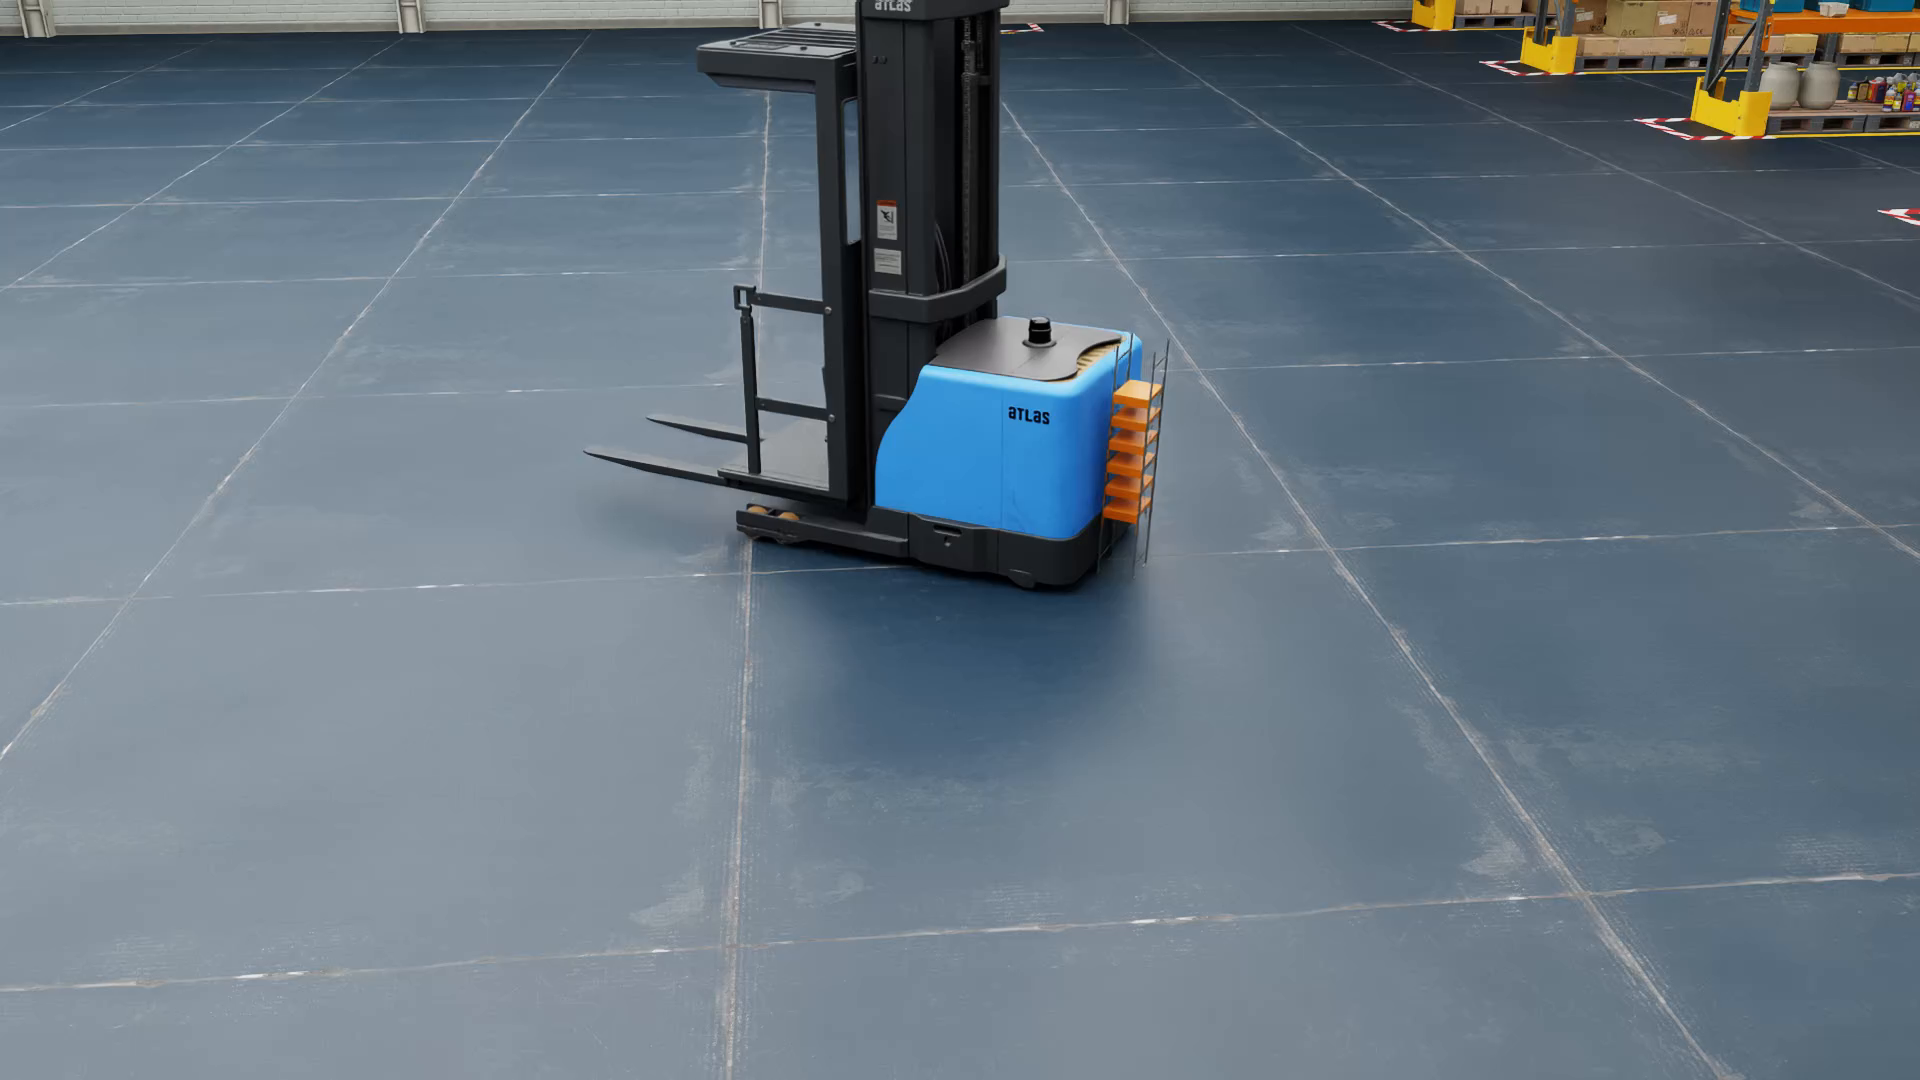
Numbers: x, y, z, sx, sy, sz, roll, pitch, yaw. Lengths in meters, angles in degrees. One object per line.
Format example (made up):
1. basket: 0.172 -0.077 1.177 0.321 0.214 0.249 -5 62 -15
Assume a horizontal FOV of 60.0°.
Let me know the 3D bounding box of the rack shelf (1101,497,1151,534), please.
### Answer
1. rack shelf: 0.832 -0.141 8.279 0.180 0.103 0.258 13 27 20

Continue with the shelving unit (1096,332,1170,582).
1. shelving unit: 0.845 -0.398 8.159 0.189 1.200 0.258 13 27 20

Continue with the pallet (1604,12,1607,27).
1. pallet: 11.406 -9.117 29.002 1.213 0.211 1.003 -2 24 -5

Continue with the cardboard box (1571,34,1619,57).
1. cardboard box: 9.136 -7.137 23.983 0.500 0.250 0.500 -2 24 -5

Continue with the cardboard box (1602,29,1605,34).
1. cardboard box: 9.581 -7.372 24.510 0.500 0.250 0.500 -2 24 -5

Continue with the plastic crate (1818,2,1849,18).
1. plastic crate: 9.986 -6.053 19.001 0.250 0.136 0.298 -2 24 -5

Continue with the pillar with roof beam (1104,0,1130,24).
1. pillar with roof beam: 3.154 -11.412 23.346 0.400 9.000 9.100 -2 24 -5

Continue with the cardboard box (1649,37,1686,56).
1. cardboard box: 10.131 -7.179 24.076 0.500 0.250 0.500 -2 24 -5

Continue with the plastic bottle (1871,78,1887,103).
1. plastic bottle: 11.113 -5.434 20.086 0.133 0.283 0.061 -2 24 -5

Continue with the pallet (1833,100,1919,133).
1. pallet: 11.155 -5.094 19.950 1.213 0.211 1.003 -2 24 -5

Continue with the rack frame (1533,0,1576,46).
1. rack frame: 8.580 -8.270 23.664 0.127 3.000 1.000 -2 24 -5

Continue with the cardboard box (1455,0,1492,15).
1. cardboard box: 8.787 -9.236 28.605 0.500 0.311 0.500 -5 24 -11

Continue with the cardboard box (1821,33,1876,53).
1. cardboard box: 12.987 -7.281 24.307 0.500 0.250 0.500 -3 24 -6

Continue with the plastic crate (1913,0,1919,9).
1. plastic crate: 11.666 -6.391 19.696 0.662 0.188 0.450 -2 24 -5

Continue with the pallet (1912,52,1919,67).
1. pallet: 14.507 -7.251 24.804 1.213 0.211 1.003 -2 24 -5

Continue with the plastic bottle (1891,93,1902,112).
1. plastic bottle: 11.002 -5.141 19.527 0.097 0.201 0.097 0 24 0

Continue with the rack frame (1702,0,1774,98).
1. rack frame: 9.064 -6.268 19.159 0.127 3.000 1.000 -2 24 -5

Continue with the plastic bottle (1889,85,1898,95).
1. plastic bottle: 11.271 -5.396 20.100 0.097 0.201 0.097 0 24 0

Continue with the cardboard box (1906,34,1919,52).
1. cardboard box: 14.011 -7.323 24.401 0.500 0.250 0.500 -3 24 -7

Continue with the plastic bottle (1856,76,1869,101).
1. plastic bottle: 10.963 -5.490 20.212 0.133 0.283 0.061 -2 24 -4

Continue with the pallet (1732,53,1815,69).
1. pallet: 11.766 -7.141 24.556 1.213 0.211 1.003 -2 24 -5

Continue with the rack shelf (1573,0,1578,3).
1. rack shelf: 10.571 -8.022 23.990 4.000 0.370 1.077 -2 24 -5

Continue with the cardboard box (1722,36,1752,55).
1. cardboard box: 11.126 -7.217 24.162 0.500 0.250 0.500 -2 24 -5

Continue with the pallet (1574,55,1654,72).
1. pallet: 9.337 -7.044 24.337 1.213 0.211 1.003 -2 24 -5

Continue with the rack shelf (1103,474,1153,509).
1. rack shelf: 0.838 -0.250 8.229 0.180 0.103 0.258 13 27 20

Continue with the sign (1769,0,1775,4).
1. sign: 9.113 -6.172 18.602 0.005 0.325 0.100 -2 24 -5

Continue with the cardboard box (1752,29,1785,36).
1. cardboard box: 11.622 -7.586 24.069 0.500 0.500 0.500 -2 24 -5

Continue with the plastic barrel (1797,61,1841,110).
1. plastic barrel: 10.210 -5.400 19.753 0.421 0.512 0.421 0 24 0

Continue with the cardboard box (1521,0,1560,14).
1. cardboard box: 10.090 -9.354 28.639 0.500 0.500 0.700 -4 24 -8

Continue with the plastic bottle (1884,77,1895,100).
1. plastic bottle: 11.240 -5.480 20.197 0.135 0.276 0.152 -3 24 -7

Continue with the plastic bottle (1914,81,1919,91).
1. plastic bottle: 11.629 -5.436 20.100 0.135 0.276 0.152 -2 24 -5

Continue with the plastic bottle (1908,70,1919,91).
1. plastic bottle: 11.589 -5.529 20.217 0.185 0.351 0.144 -2 24 -6

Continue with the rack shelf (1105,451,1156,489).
1. rack shelf: 0.843 -0.358 8.178 0.180 0.103 0.258 13 27 20

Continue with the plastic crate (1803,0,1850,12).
1. plastic crate: 10.179 -6.365 19.560 0.408 0.251 0.499 -2 24 -5

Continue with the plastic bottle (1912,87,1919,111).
1. plastic bottle: 11.240 -5.183 19.534 0.097 0.271 0.097 0 24 0

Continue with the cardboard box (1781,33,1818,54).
1. cardboard box: 12.121 -7.259 24.256 0.500 0.250 0.500 -2 24 -5

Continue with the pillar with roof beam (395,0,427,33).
1. pillar with roof beam: -8.788 -10.933 22.268 0.400 9.000 9.100 -2 24 -5

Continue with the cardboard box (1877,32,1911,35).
1. cardboard box: 13.495 -7.555 24.233 0.500 0.311 0.500 -3 24 -6

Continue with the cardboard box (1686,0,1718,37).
1. cardboard box: 10.629 -7.539 23.963 0.500 0.500 0.500 -2 24 -5

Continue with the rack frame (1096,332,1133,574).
1. rack frame: 0.761 -0.417 8.190 0.006 1.200 0.240 13 27 20

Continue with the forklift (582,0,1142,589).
1. forklift: -0.614 -1.495 8.505 3.031 2.935 1.130 11 26 23

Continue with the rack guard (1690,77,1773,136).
1. rack guard: 9.135 -5.148 19.717 0.348 0.500 1.175 -2 24 -5

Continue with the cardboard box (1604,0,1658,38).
1. cardboard box: 9.633 -7.501 23.877 0.500 0.500 0.500 -2 24 -5
